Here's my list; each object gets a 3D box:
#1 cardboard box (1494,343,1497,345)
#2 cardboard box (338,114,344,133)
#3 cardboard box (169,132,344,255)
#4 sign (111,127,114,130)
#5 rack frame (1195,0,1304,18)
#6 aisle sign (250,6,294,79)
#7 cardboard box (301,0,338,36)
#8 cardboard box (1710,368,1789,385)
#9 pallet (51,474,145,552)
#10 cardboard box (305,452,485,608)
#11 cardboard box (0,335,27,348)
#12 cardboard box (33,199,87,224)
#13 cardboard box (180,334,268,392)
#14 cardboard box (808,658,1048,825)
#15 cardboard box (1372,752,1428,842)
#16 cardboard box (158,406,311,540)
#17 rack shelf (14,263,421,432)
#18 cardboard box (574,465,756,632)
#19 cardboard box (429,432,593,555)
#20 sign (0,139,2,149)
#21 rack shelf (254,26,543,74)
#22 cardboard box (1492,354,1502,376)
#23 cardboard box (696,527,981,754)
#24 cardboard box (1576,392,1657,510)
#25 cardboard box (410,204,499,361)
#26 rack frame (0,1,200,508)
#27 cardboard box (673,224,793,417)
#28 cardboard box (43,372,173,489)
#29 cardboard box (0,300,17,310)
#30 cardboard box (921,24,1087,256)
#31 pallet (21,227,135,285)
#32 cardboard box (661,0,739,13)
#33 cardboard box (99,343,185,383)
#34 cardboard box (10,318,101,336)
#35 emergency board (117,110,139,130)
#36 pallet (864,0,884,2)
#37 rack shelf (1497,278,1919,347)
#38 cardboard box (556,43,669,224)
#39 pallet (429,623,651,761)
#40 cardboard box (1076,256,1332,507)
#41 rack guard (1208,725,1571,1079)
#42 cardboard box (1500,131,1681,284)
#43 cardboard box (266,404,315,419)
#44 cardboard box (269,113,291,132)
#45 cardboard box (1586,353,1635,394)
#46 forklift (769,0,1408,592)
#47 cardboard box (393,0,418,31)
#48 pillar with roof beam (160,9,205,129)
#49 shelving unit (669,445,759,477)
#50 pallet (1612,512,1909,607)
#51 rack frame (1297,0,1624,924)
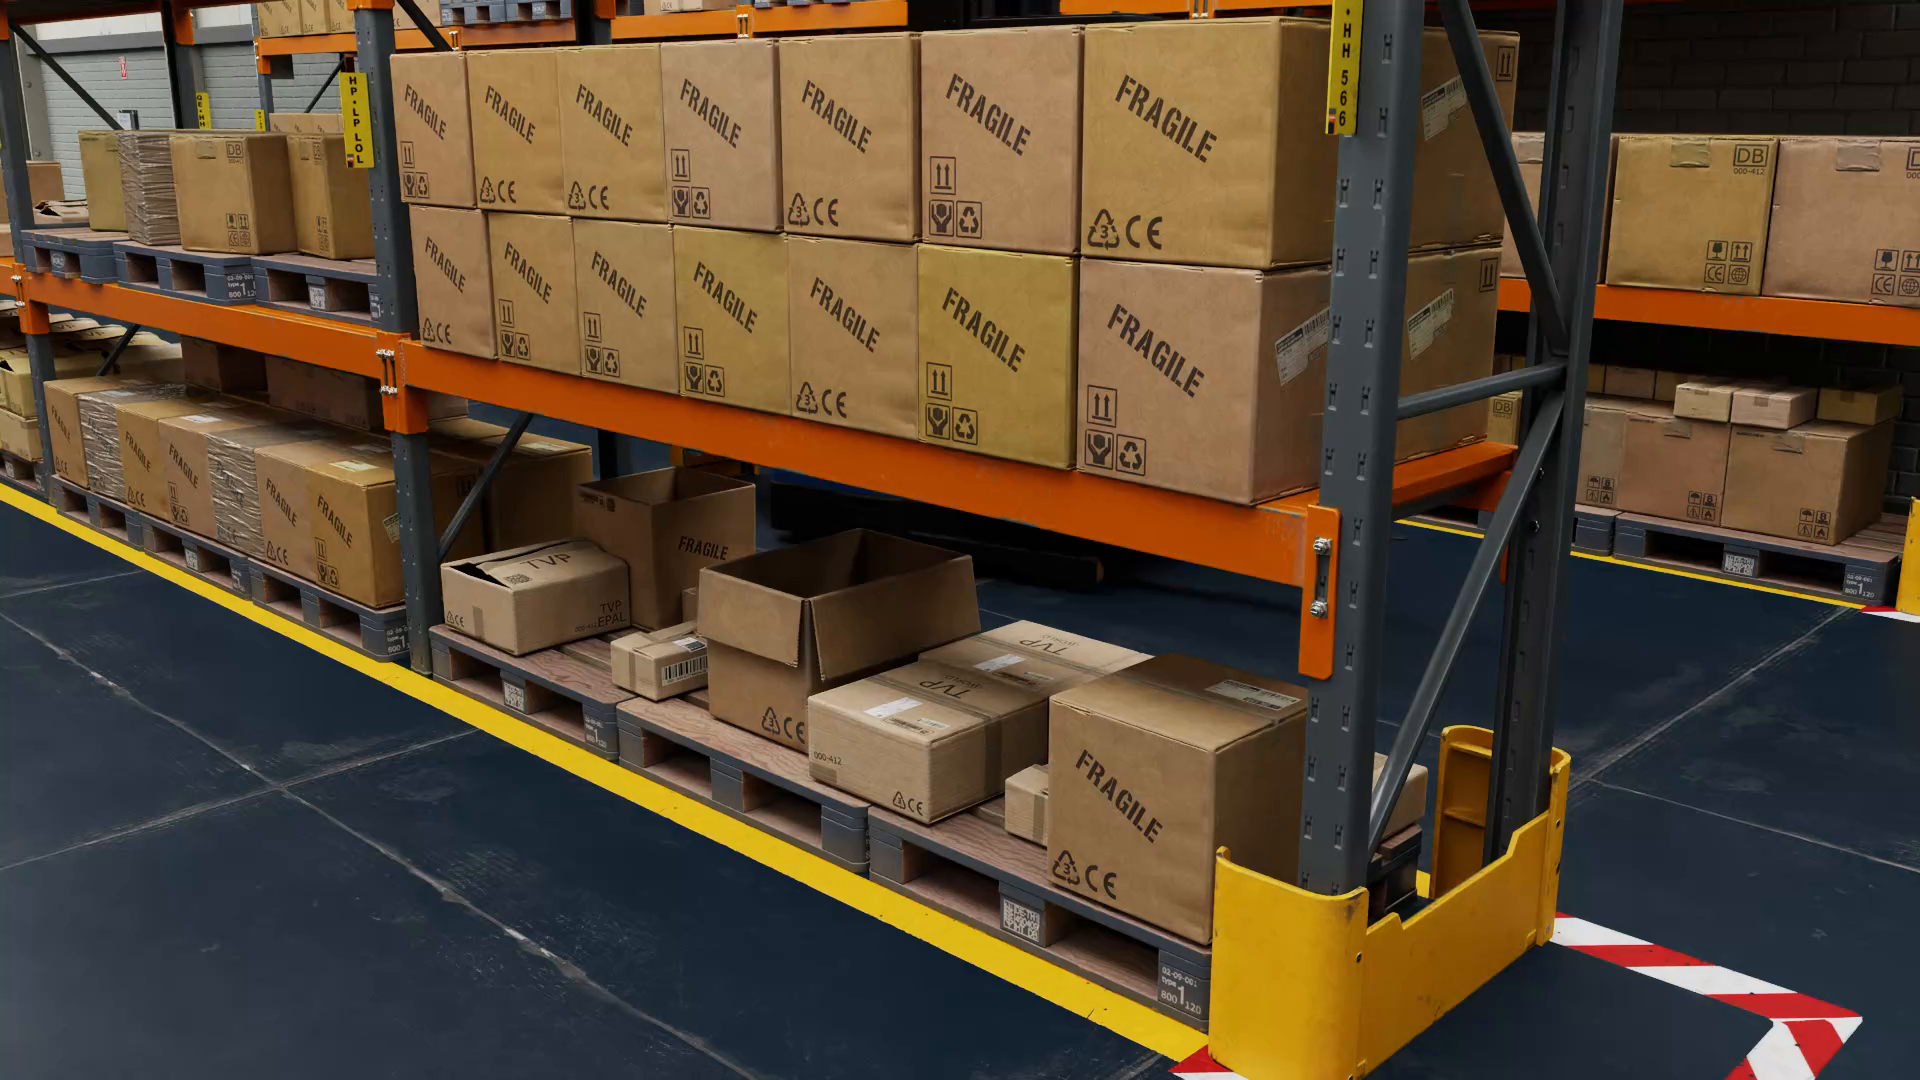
[{"bbox_3d":[2.760,-1.003,9.172,0.250,0.149,0.380,13,19,40],"label":"cardboard box"},{"bbox_3d":[-5.719,-3.916,16.282,0.500,0.500,0.500,-14,20,-42],"label":"cardboard box"},{"bbox_3d":[-3.062,-1.572,7.483,0.500,0.500,0.700,8,17,28],"label":"cardboard box"},{"bbox_3d":[-12.247,-5.933,24.130,0.331,0.109,0.001,14,20,42],"label":"sign"},{"bbox_3d":[1.688,-1.922,9.858,0.127,3.000,1.000,14,20,42],"label":"rack frame"},{"bbox_3d":[-7.210,-5.238,17.430,0.004,0.787,0.394,14,20,42],"label":"aisle sign"},{"bbox_3d":[-6.145,-5.237,16.395,0.500,0.500,0.500,-13,20,-42],"label":"cardboard box"},{"bbox_3d":[3.858,-0.736,8.148,0.250,0.149,0.380,14,20,42],"label":"cardboard box"},{"bbox_3d":[-4.116,-0.235,8.916,1.213,0.211,1.003,14,20,42],"label":"pallet"},{"bbox_3d":[-2.302,-0.060,6.797,0.500,0.500,0.500,14,20,42],"label":"cardboard box"},{"bbox_3d":[-5.915,-1.092,10.181,0.500,0.311,0.500,13,20,42],"label":"cardboard box"},{"bbox_3d":[-5.136,-1.871,9.839,0.500,0.311,0.500,13,20,42],"label":"cardboard box"},{"bbox_3d":[-3.747,-0.958,8.757,0.500,0.250,0.500,-14,20,-42],"label":"cardboard box"},{"bbox_3d":[-0.093,0.574,4.862,0.500,0.250,0.500,14,20,42],"label":"cardboard box"},{"bbox_3d":[1.069,0.709,4.543,0.250,0.149,0.380,14,20,42],"label":"cardboard box"},{"bbox_3d":[-3.380,-0.324,7.812,0.500,0.500,0.500,13,19,40],"label":"cardboard box"},{"bbox_3d":[-3.187,-1.024,7.839,4.000,0.370,1.077,14,20,42],"label":"rack shelf"},{"bbox_3d":[-1.140,0.023,6.480,0.500,0.500,0.500,14,20,42],"label":"cardboard box"},{"bbox_3d":[-1.926,-0.154,7.159,0.500,0.500,0.500,13,19,40],"label":"cardboard box"},{"bbox_3d":[-5.010,-2.181,8.557,0.005,0.325,0.100,14,20,42],"label":"sign"},{"bbox_3d":[-5.510,-4.775,16.288,4.000,0.370,1.077,14,20,42],"label":"rack shelf"},{"bbox_3d":[2.651,-0.895,8.758,0.250,0.149,0.380,13,19,41],"label":"cardboard box"},{"bbox_3d":[-0.391,0.301,5.406,0.637,0.503,0.797,14,20,42],"label":"cardboard box"},{"bbox_3d":[3.272,-0.495,8.508,0.500,0.500,0.700,13,19,40],"label":"cardboard box"},{"bbox_3d":[-1.570,-0.932,5.860,0.500,0.500,0.500,-14,20,-43],"label":"cardboard box"},{"bbox_3d":[-4.627,-1.722,9.092,0.127,3.000,1.000,14,20,42],"label":"rack frame"},{"bbox_3d":[-0.473,-0.666,4.840,0.500,0.500,0.500,13,20,41],"label":"cardboard box"},{"bbox_3d":[-4.498,-0.594,8.847,0.500,0.500,0.500,-13,20,-42],"label":"cardboard box"},{"bbox_3d":[-7.016,-1.547,11.929,0.500,0.311,0.500,14,20,42],"label":"cardboard box"},{"bbox_3d":[0.257,-0.970,4.026,0.500,0.500,0.500,-14,20,-43],"label":"cardboard box"},{"bbox_3d":[-4.090,-1.523,8.710,1.003,0.211,1.213,14,20,42],"label":"pallet"},{"bbox_3d":[-1.897,-4.117,12.471,0.500,0.311,0.500,14,20,42],"label":"cardboard box"},{"bbox_3d":[-4.800,-1.011,9.871,0.500,0.311,0.500,-14,20,-42],"label":"cardboard box"},{"bbox_3d":[-5.920,-1.281,10.907,0.500,0.311,0.500,13,20,42],"label":"cardboard box"},{"bbox_3d":[-11.918,-5.546,23.767,0.643,1.169,0.194,14,20,42],"label":"emergency board"},{"bbox_3d":[0.116,-3.684,11.046,1.003,0.211,1.213,-13,20,-42],"label":"pallet"},{"bbox_3d":[3.128,-1.224,8.606,4.000,0.370,1.077,14,20,42],"label":"rack shelf"},{"bbox_3d":[-0.862,-1.240,5.062,0.500,0.500,0.500,13,19,41],"label":"cardboard box"},{"bbox_3d":[-1.254,0.448,6.295,1.213,0.211,1.003,14,20,42],"label":"pallet"},{"bbox_3d":[0.621,-0.399,3.817,0.500,0.500,0.500,-14,20,-42],"label":"cardboard box"},{"bbox_3d":[1.077,0.874,4.085,0.348,0.500,1.175,14,20,42],"label":"rack guard"},{"bbox_3d":[3.120,-1.715,8.469,0.700,0.700,0.980,12,19,40],"label":"cardboard box"},{"bbox_3d":[-3.036,-0.423,8.191,0.500,0.500,0.500,13,19,40],"label":"cardboard box"},{"bbox_3d":[-6.815,-4.184,17.310,0.500,0.500,0.500,14,20,42],"label":"cardboard box"},{"bbox_3d":[3.309,-0.870,8.658,0.250,0.149,0.380,14,20,43],"label":"cardboard box"},{"bbox_3d":[0.575,-1.337,7.750,3.031,2.935,1.130,8,17,29],"label":"forklift"},{"bbox_3d":[-4.961,-4.966,15.354,0.500,0.500,0.500,12,19,38],"label":"cardboard box"},{"bbox_3d":[-13.153,-7.228,18.326,0.400,9.000,9.100,14,20,42],"label":"pillar with roof beam"},{"bbox_3d":[-1.092,-0.982,9.228,0.587,1.500,1.083,-13,20,-41],"label":"shelving unit"},{"bbox_3d":[3.938,0.002,8.006,1.213,0.211,1.003,14,20,42],"label":"pallet"},{"bbox_3d":[1.132,-0.322,3.718,0.127,3.000,1.000,14,20,42],"label":"rack frame"}]
